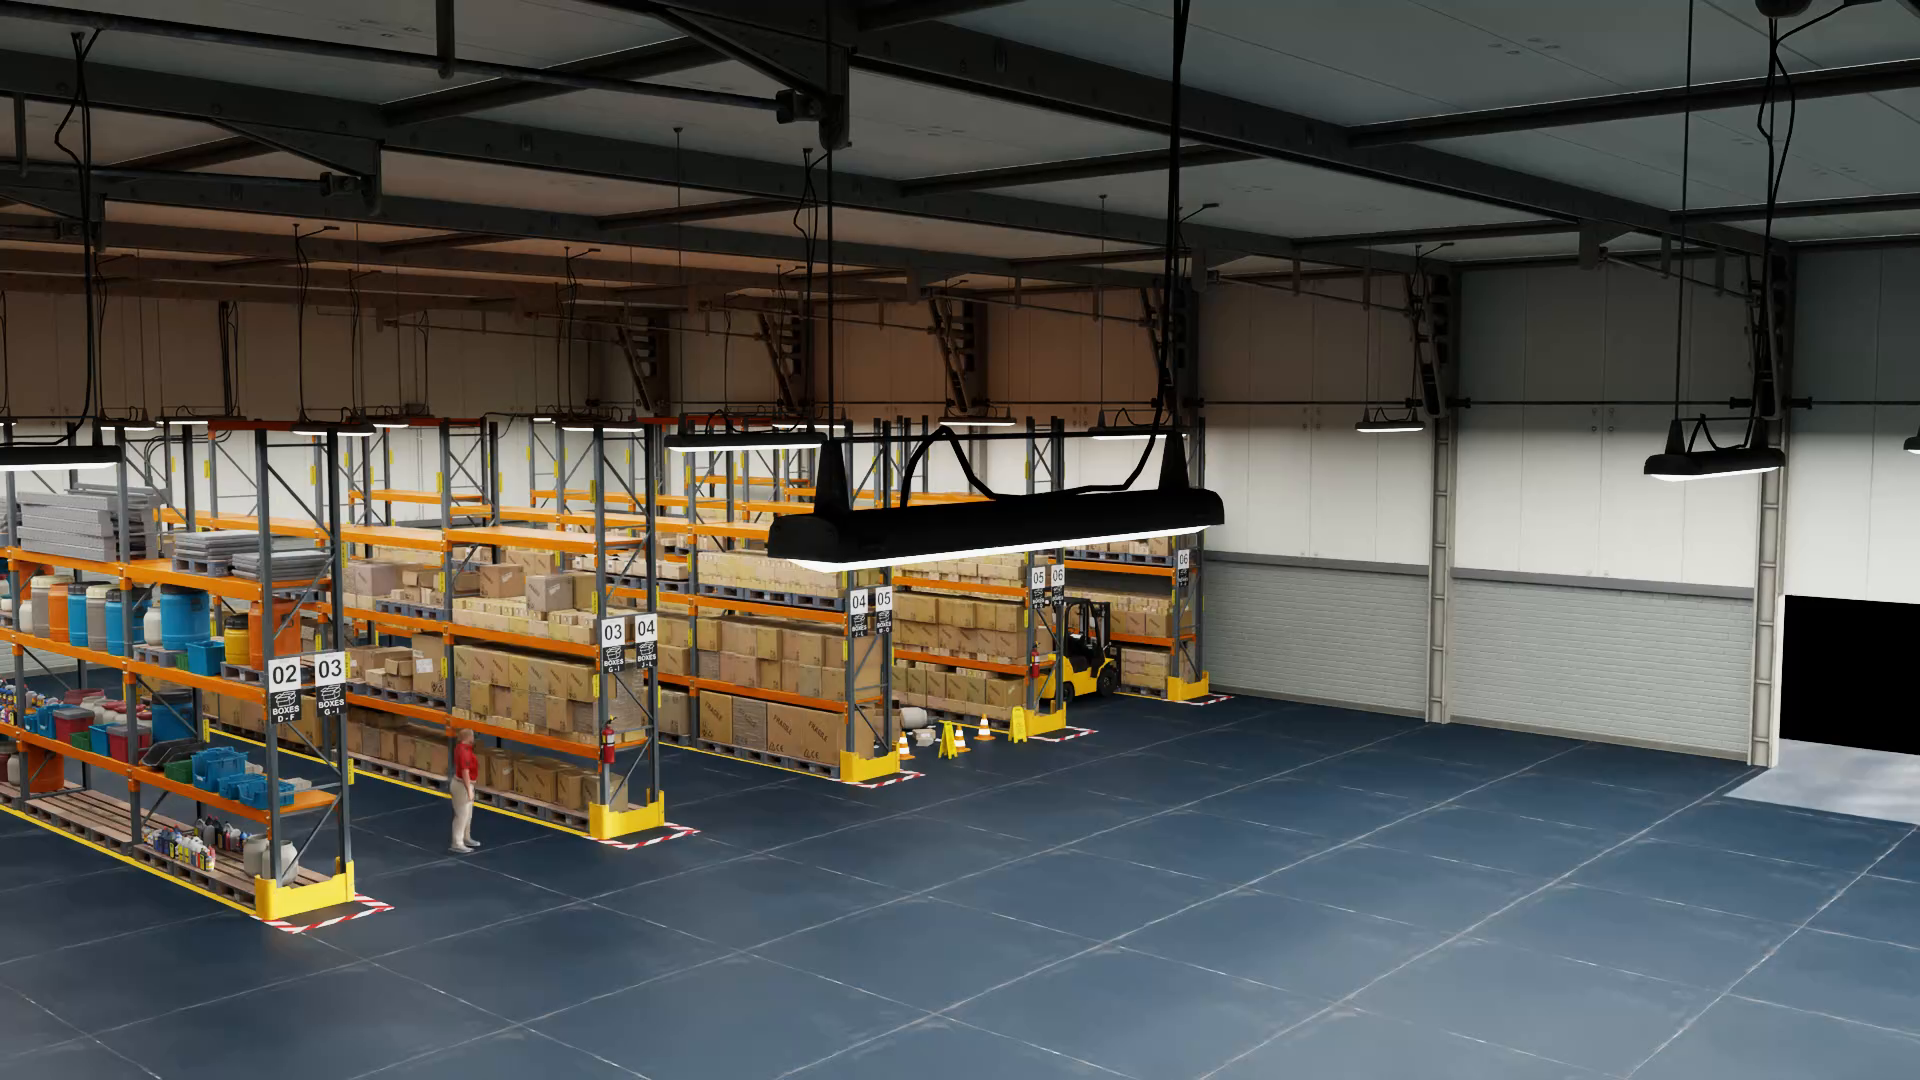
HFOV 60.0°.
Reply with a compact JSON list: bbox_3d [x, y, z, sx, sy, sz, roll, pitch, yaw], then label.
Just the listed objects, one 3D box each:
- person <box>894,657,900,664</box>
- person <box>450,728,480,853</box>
[{"bbox_3d":[-1.527,2.248,37.117,0.732,1.712,0.434,4,6,37],"label":"person"},{"bbox_3d":[-7.019,3.521,23.522,0.402,1.740,0.634,-1,5,-17],"label":"person"}]
